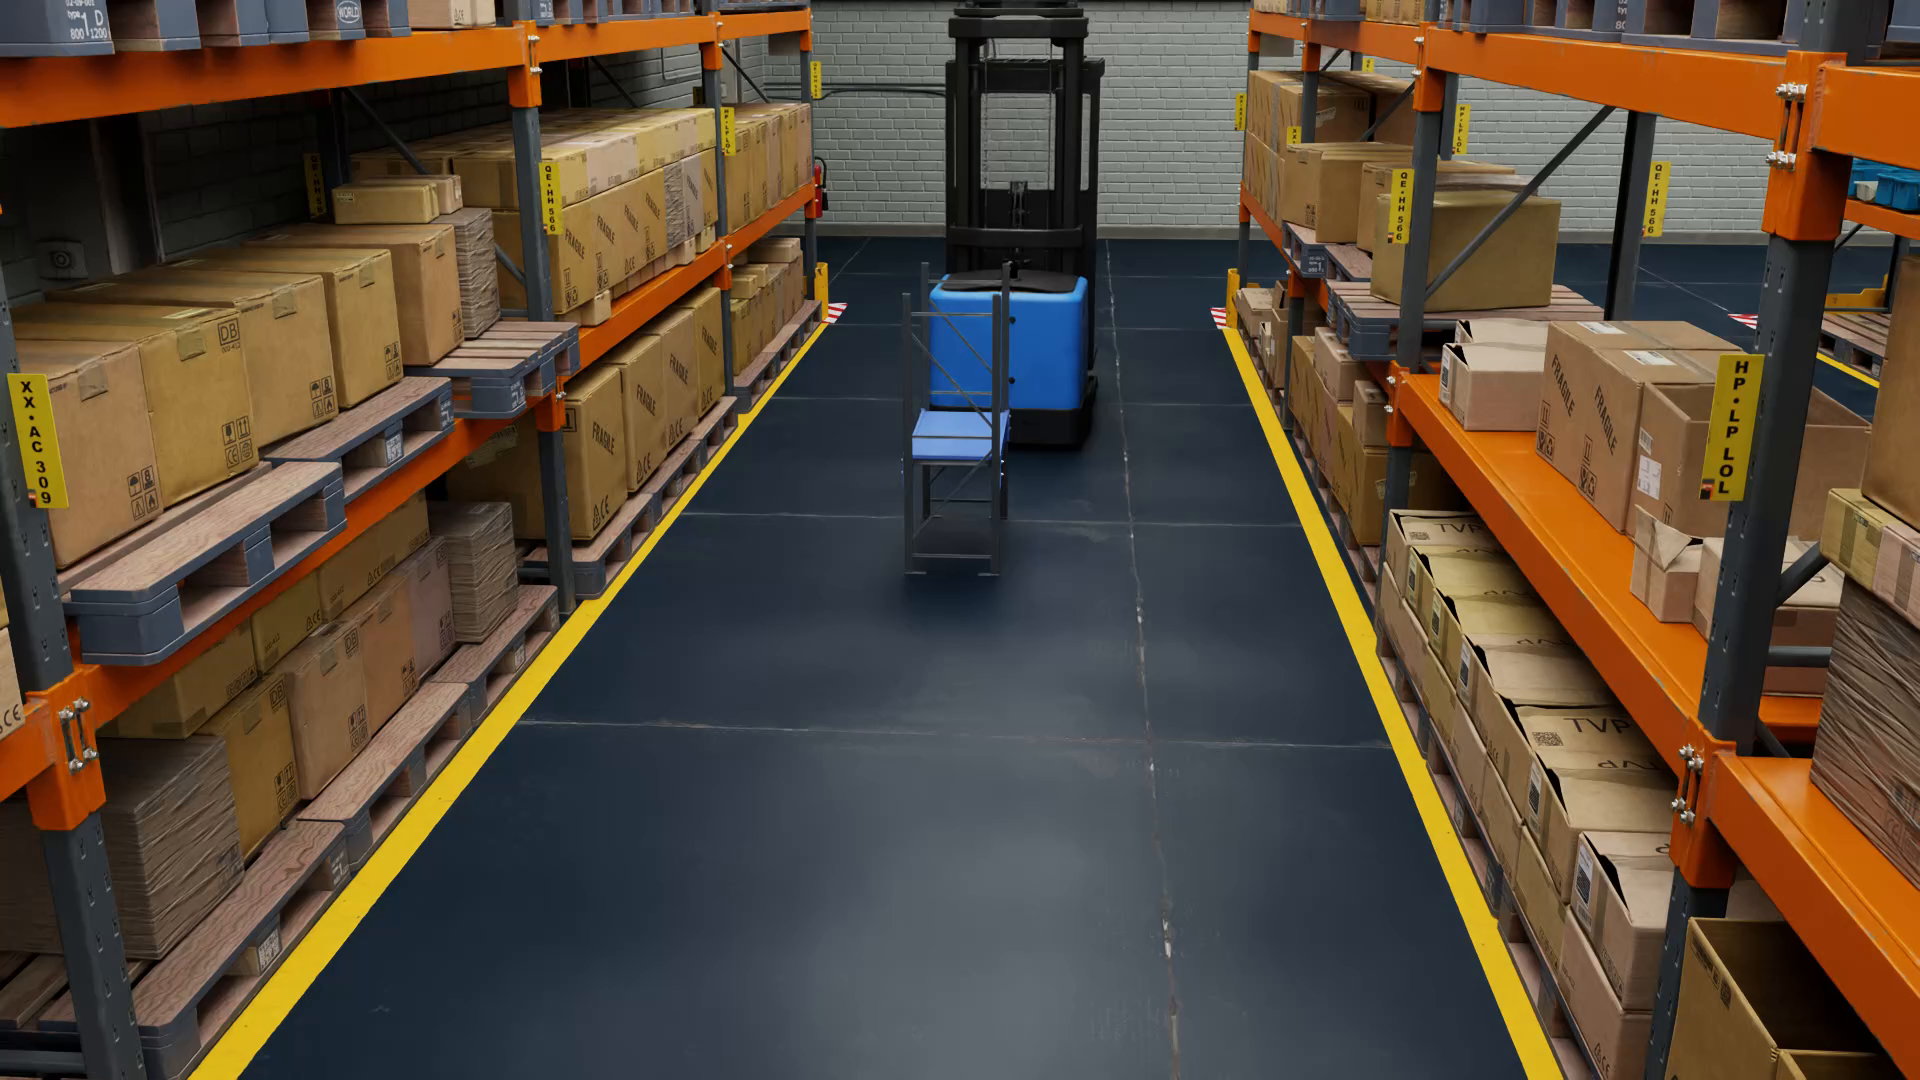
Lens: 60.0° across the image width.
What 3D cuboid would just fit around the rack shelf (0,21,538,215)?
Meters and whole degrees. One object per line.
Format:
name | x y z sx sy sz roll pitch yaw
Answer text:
rack shelf | -2.576 -1.535 5.628 1.077 0.370 4.000 1 18 4

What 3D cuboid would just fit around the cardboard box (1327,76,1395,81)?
cardboard box | 3.256 -3.508 13.545 0.500 0.500 0.500 2 18 5

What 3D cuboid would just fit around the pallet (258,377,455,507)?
pallet | -2.534 -0.366 6.029 1.003 0.211 1.213 1 18 4

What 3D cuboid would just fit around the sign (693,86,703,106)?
sign | -2.412 -4.020 15.358 0.100 0.325 0.005 1 18 4

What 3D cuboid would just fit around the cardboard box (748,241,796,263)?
cardboard box | -1.655 -2.534 14.637 0.380 0.149 0.250 2 18 5

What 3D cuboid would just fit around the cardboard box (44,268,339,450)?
cardboard box | -2.586 -0.623 5.639 0.700 0.500 0.500 4 19 11

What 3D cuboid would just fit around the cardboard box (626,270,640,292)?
cardboard box | -2.079 -1.536 9.666 0.380 0.149 0.250 1 18 4

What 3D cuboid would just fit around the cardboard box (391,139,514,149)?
cardboard box | -2.618 -1.935 8.635 0.500 0.250 0.500 1 18 2

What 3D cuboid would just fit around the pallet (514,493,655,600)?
pallet | -2.301 0.010 9.055 1.003 0.211 1.213 1 18 4

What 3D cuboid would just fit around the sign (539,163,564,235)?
sign | -1.891 -1.576 7.683 0.100 0.325 0.005 1 18 4

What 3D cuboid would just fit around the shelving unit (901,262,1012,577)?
shelving unit | -0.006 -0.686 9.109 0.538 1.500 1.048 1 18 4

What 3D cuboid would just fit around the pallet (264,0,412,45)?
pallet | -2.498 -1.678 5.211 1.213 0.211 1.003 1 18 4

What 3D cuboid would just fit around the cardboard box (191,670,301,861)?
cardboard box | -2.696 0.758 5.600 0.700 0.500 0.500 1 18 3

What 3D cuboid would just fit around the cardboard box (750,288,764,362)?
cardboard box | -1.951 -1.712 13.172 0.700 0.500 0.500 1 18 3

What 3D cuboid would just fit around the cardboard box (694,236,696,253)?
cardboard box | -1.946 -1.935 10.883 0.380 0.149 0.250 2 18 6

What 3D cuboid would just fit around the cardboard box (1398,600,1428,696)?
cardboard box | 2.143 0.456 6.955 0.500 0.250 0.500 1 18 2

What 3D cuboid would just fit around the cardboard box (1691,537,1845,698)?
cardboard box | 2.213 0.197 4.246 0.500 0.250 0.500 2 18 7

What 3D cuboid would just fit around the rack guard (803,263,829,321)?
rack guard | -1.858 -2.377 15.873 1.175 0.500 0.348 1 18 4

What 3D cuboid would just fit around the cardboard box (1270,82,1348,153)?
cardboard box | 2.644 -3.206 12.625 0.500 0.500 0.500 1 18 4

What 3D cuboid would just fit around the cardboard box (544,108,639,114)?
cardboard box | -2.439 -2.732 11.070 0.500 0.250 0.500 2 18 6

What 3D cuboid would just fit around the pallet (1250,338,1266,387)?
pallet | 2.930 -1.473 13.581 1.003 0.211 1.213 1 18 4

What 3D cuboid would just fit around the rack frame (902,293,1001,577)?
rack frame | -0.043 -0.528 8.627 0.500 1.500 0.032 1 18 4

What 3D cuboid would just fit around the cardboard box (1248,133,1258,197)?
cardboard box | 2.755 -3.203 14.220 0.500 0.500 0.500 1 18 3

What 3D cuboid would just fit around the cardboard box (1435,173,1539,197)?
cardboard box | 2.697 -1.688 8.922 0.700 0.500 0.500 5 19 14

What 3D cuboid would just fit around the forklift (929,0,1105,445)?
forklift | 0.471 -2.446 12.181 1.130 2.935 3.031 2 18 7

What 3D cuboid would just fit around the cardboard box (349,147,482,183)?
cardboard box | -2.659 -1.774 8.144 0.500 0.250 0.500 2 18 5

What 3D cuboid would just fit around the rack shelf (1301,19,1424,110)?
rack shelf | 2.652 -2.668 9.085 1.077 0.370 4.000 1 18 4

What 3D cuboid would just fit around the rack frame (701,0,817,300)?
rack frame | -1.859 -3.557 15.461 1.000 3.000 0.127 1 18 4

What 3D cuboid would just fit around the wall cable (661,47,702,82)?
wall cable | -2.711 -4.459 16.581 0.084 1.984 1.851 1 18 4

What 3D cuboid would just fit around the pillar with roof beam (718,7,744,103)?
pillar with roof beam | 1.765 -7.170 16.852 9.100 9.000 0.400 1 18 4

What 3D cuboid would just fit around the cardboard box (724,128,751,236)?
cardboard box | -2.091 -2.625 12.136 0.980 0.700 0.700 2 18 5

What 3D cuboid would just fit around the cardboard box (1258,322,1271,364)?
cardboard box | 2.607 -1.553 12.956 0.500 0.311 0.500 1 18 4

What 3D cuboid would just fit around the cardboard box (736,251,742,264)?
cardboard box | -2.072 -2.387 14.187 0.380 0.149 0.250 2 18 5

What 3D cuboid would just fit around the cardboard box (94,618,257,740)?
cardboard box | -2.655 0.427 5.408 0.500 0.250 0.500 1 18 3

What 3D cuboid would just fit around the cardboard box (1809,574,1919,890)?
cardboard box | 2.196 0.370 3.317 0.700 0.500 0.500 1 18 2

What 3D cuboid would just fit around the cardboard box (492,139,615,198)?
cardboard box | -2.105 -1.929 8.619 0.500 0.250 0.500 1 18 3

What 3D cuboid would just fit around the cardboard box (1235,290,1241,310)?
cardboard box | 2.709 -2.180 15.129 0.380 0.149 0.250 1 18 4

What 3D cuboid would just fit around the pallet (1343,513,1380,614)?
pallet | 2.600 0.131 8.684 1.003 0.211 1.213 1 18 4

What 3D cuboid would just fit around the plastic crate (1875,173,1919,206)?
plastic crate | 7.582 -2.807 13.344 0.416 0.233 0.300 1 18 4

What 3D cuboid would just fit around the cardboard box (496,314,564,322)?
cardboard box | -2.178 -1.060 8.211 0.380 0.149 0.250 1 18 3

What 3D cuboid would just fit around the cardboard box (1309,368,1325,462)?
cardboard box | 2.447 -0.761 10.235 0.500 0.500 0.500 2 18 5

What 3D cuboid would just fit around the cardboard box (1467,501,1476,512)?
cardboard box | 2.826 -0.119 8.277 0.500 0.500 0.500 2 18 6

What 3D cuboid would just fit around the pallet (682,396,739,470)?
pallet | -2.126 -0.748 11.368 1.003 0.211 1.213 1 18 4

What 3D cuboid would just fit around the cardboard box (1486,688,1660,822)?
cardboard box | 2.034 0.671 5.399 0.500 0.311 0.500 1 18 4

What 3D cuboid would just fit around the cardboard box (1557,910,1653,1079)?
cardboard box | 1.962 1.251 4.529 0.500 0.250 0.500 1 18 3

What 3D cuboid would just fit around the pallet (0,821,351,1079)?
pallet | -2.665 1.253 5.259 1.003 0.211 1.213 1 18 4

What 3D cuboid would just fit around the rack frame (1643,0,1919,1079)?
rack frame | 2.218 0.279 3.754 0.949 2.616 0.053 1 18 4

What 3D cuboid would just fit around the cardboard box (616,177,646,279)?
cardboard box | -2.059 -1.732 9.223 0.500 0.500 0.500 1 18 4

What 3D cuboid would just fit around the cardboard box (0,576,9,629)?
cardboard box | -2.445 0.029 3.522 0.500 0.500 0.500 1 18 4

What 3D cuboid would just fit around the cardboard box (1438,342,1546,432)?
cardboard box | 2.251 -0.647 6.724 0.500 0.311 0.500 1 18 3

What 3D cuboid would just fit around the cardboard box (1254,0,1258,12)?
cardboard box | 2.791 -4.648 14.214 0.500 0.250 0.500 1 18 4

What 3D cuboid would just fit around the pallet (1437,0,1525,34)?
pallet | 2.549 -2.086 6.458 1.213 0.211 1.003 2 18 6

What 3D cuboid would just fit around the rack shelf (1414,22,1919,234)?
rack shelf | 2.365 -1.425 5.294 1.077 0.370 4.000 1 18 4
